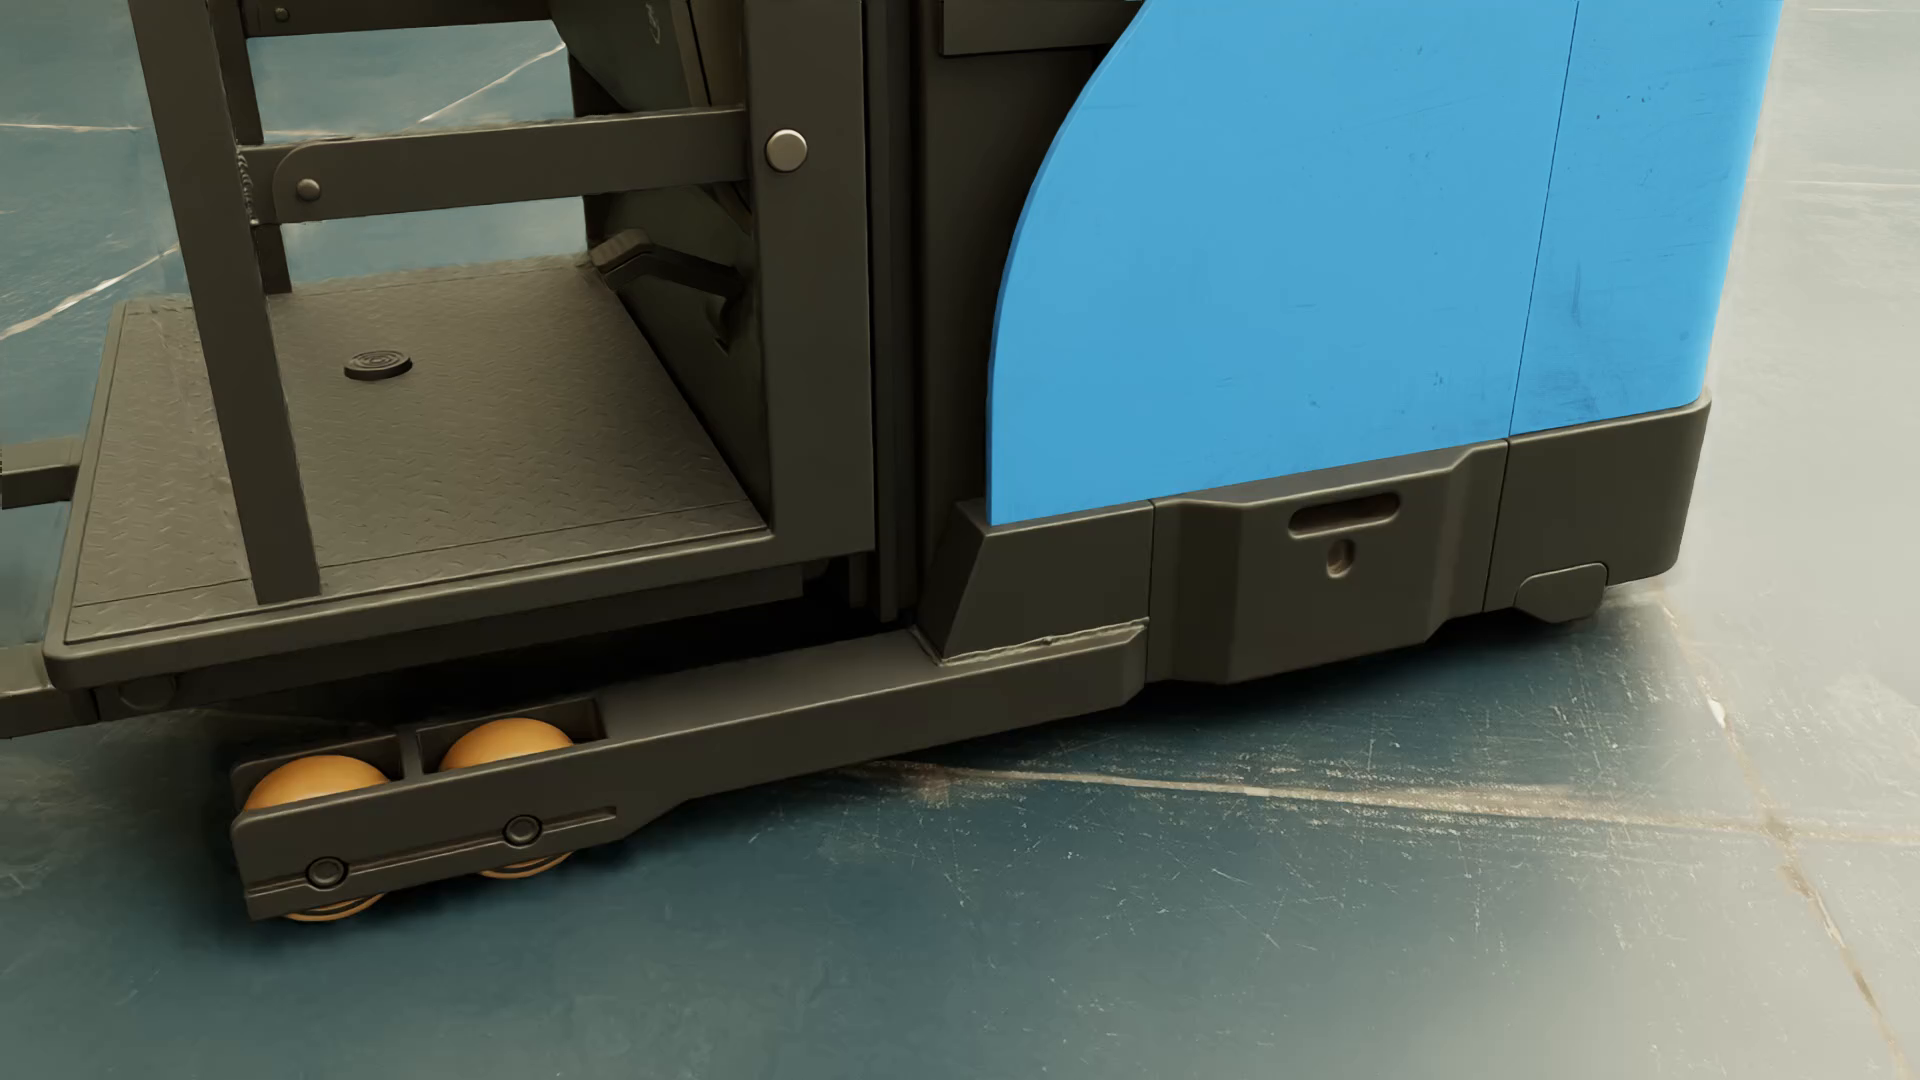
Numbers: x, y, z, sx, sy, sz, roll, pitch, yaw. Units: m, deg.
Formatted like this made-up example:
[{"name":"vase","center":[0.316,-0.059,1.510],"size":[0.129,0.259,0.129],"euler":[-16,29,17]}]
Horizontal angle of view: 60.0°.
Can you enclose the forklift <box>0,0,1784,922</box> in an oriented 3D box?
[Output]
[{"name":"forklift","center":[-0.574,-1.187,1.595],"size":[3.031,2.935,1.130],"euler":[-10,28,-19]}]
